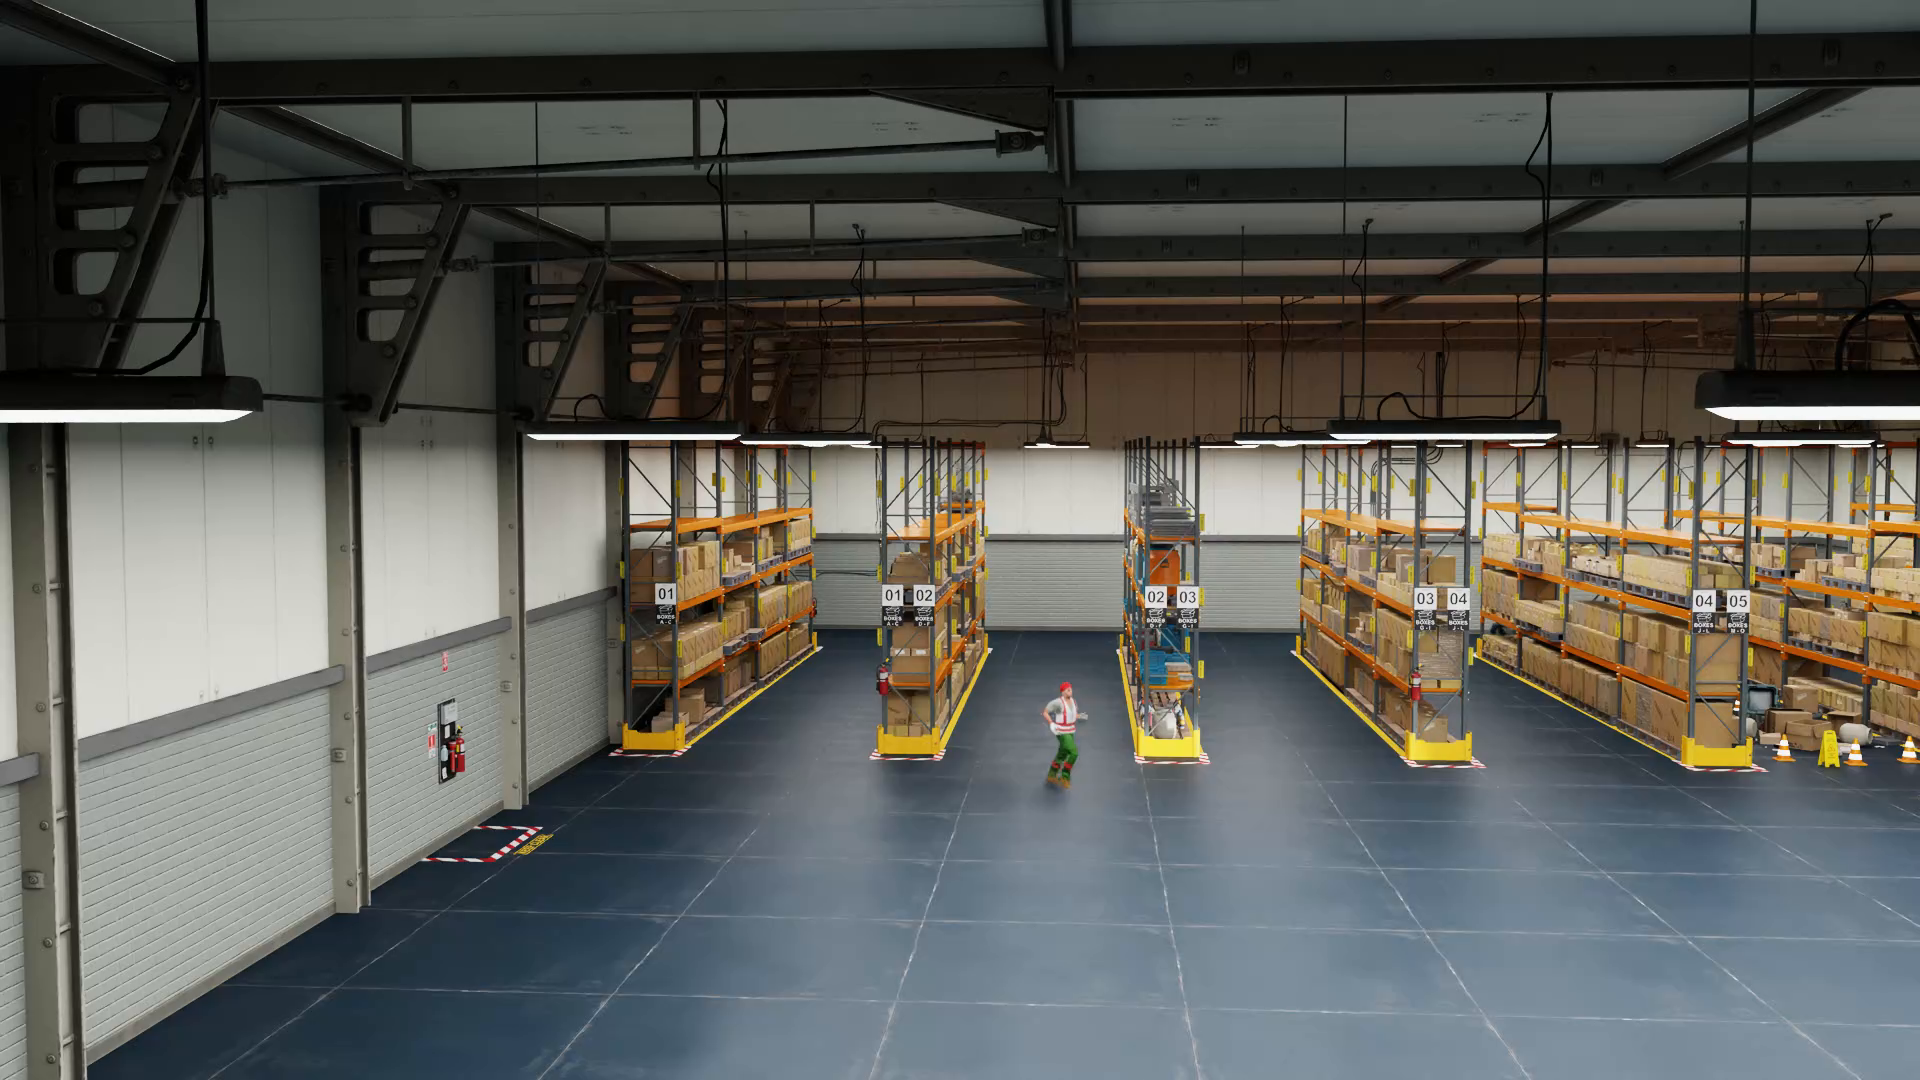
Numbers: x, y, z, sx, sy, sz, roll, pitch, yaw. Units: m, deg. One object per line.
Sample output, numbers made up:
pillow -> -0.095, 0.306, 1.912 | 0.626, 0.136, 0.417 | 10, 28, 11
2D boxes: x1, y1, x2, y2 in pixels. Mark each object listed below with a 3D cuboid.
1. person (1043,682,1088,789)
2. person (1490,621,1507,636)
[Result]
person -> 1.816, 3.329, 28.333 | 0.748, 1.835, 0.616 | 2, 4, 36
person -> 15.390, 2.376, 47.555 | 0.811, 1.600, 0.602 | 2, 3, 29
